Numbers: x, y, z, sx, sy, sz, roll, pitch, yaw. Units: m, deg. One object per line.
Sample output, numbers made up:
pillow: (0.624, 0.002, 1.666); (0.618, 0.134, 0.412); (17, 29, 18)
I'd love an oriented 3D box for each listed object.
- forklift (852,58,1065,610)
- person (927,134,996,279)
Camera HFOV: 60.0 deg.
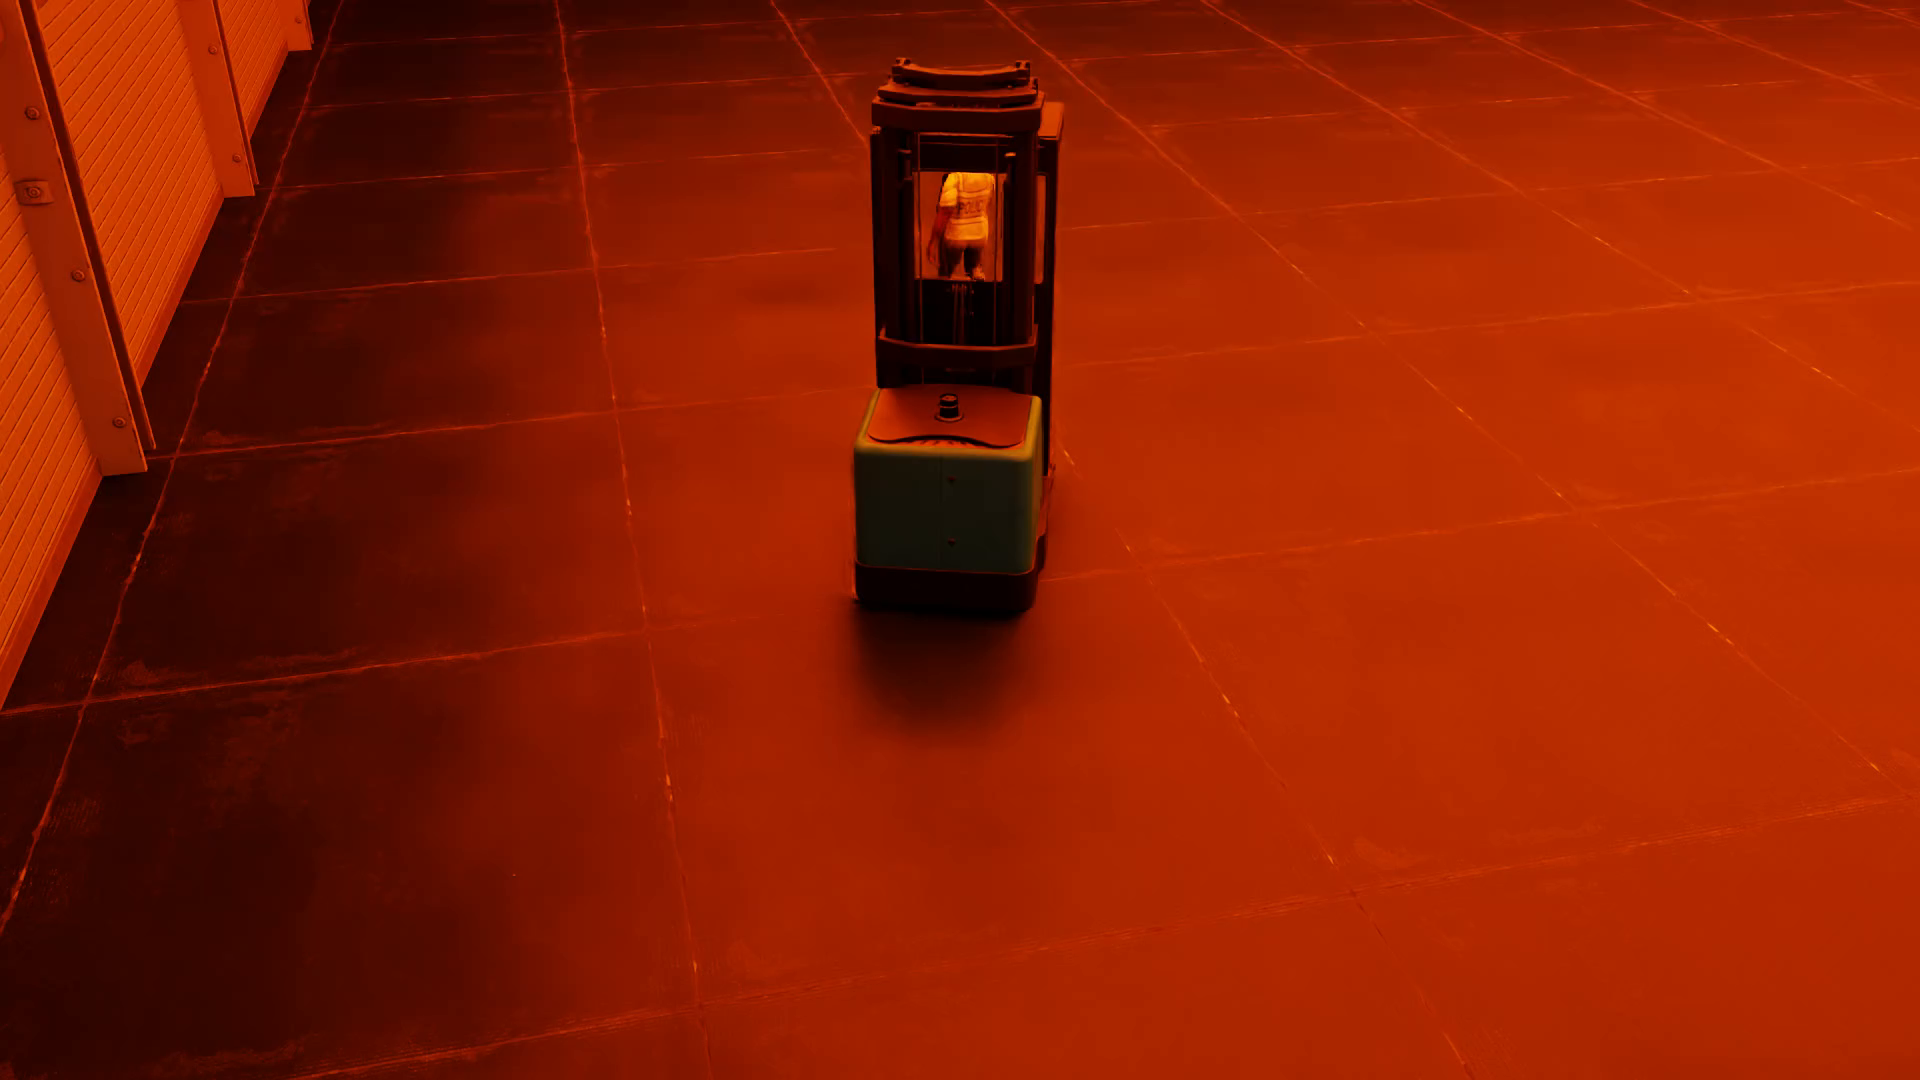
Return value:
forklift: (0.051, -1.576, 10.297); (1.130, 2.935, 3.031); (3, 30, 5)
person: (-0.022, -2.381, 13.014); (0.631, 1.615, 0.554); (-12, 32, -19)
